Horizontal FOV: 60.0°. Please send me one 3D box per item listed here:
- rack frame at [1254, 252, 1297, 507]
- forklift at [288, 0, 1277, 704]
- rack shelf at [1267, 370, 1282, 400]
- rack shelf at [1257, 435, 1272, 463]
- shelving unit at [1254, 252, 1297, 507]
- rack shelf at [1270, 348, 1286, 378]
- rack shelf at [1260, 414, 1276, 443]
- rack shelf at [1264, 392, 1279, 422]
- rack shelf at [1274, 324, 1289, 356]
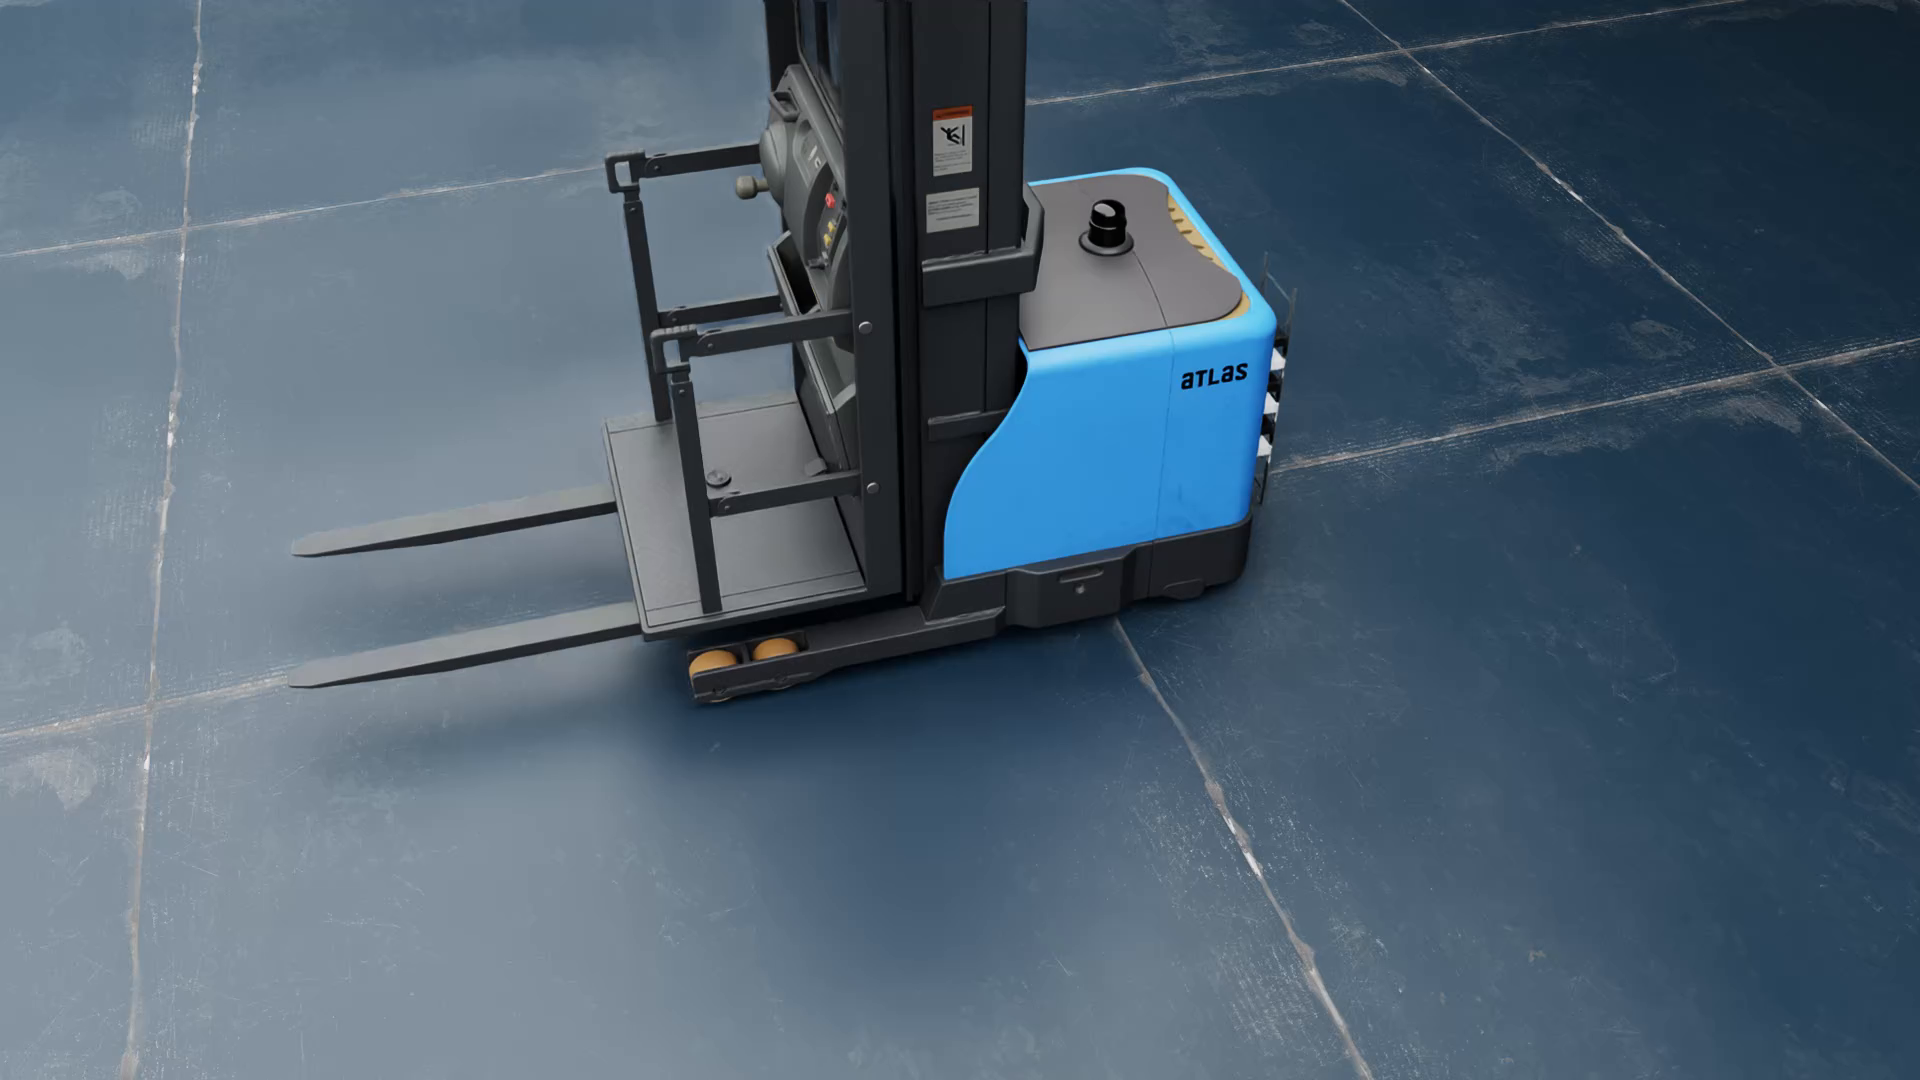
[{"bbox_3d":[1.039,-0.533,5.677,0.006,0.900,0.240,-11,42,-12],"label":"rack frame"},{"bbox_3d":[-0.622,-0.987,4.652,3.031,2.935,1.130,-11,42,-12],"label":"forklift"},{"bbox_3d":[0.941,-0.558,5.618,0.200,0.077,0.258,-11,42,-12],"label":"rack shelf"},{"bbox_3d":[0.941,-0.354,5.796,0.200,0.077,0.258,-11,42,-12],"label":"rack shelf"},{"bbox_3d":[0.941,-0.515,5.656,0.210,0.900,0.258,-11,42,-12],"label":"shelving unit"},{"bbox_3d":[0.941,-0.625,5.559,0.200,0.077,0.258,-11,42,-12],"label":"rack shelf"},{"bbox_3d":[0.941,-0.422,5.737,0.200,0.077,0.258,-11,42,-12],"label":"rack shelf"},{"bbox_3d":[0.941,-0.490,5.677,0.200,0.077,0.258,-11,42,-12],"label":"rack shelf"},{"bbox_3d":[0.941,-0.693,5.500,0.200,0.077,0.258,-11,42,-12],"label":"rack shelf"}]
